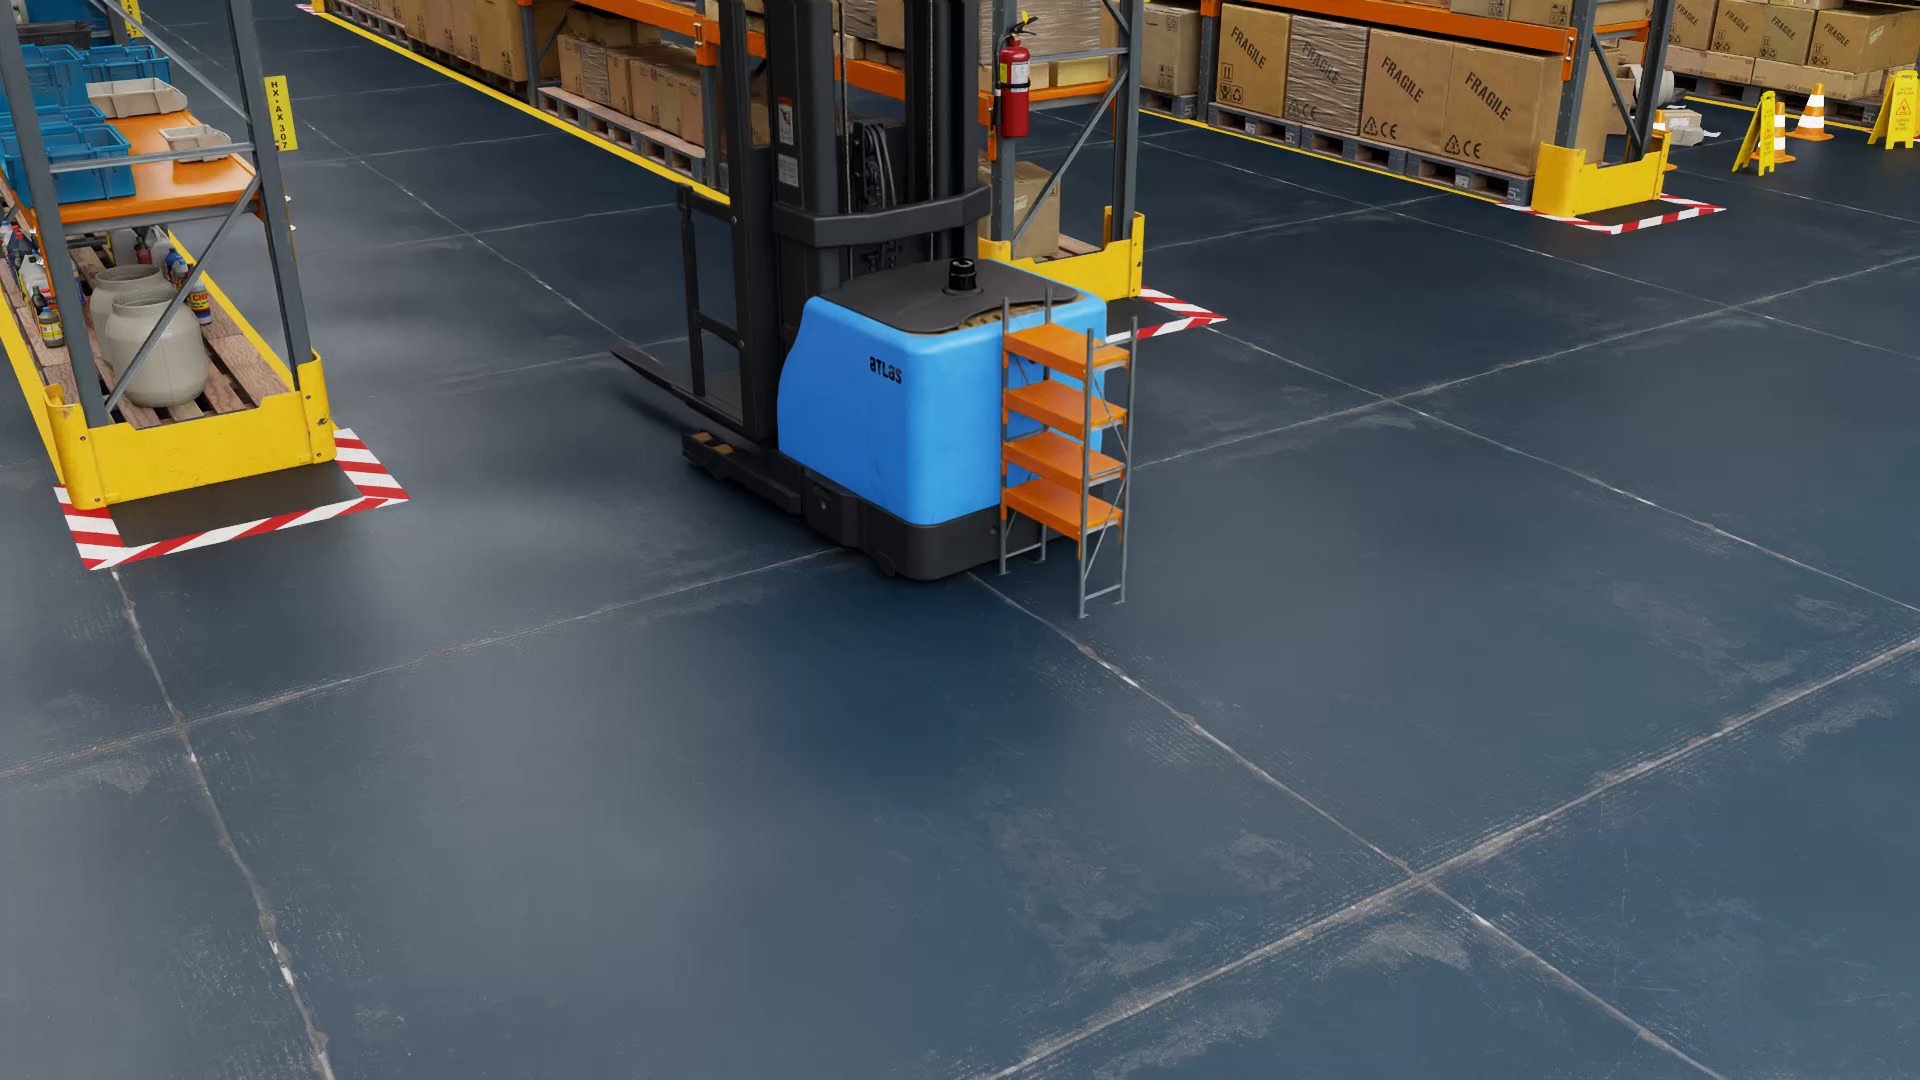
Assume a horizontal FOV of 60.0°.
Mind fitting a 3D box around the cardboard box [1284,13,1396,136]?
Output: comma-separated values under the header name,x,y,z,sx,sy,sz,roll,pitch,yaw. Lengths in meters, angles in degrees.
name,x,y,z,sx,sy,sz,roll,pitch,yaw
cardboard box,3.439,-4.033,14.277,0.875,0.875,0.875,-15,29,-29

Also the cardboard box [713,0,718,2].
name,x,y,z,sx,sy,sz,roll,pitch,yaw
cardboard box,-1.358,-4.252,12.277,0.875,0.500,0.500,-16,29,-30

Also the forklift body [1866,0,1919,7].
name,x,y,z,sx,sy,sz,roll,pitch,yaw
forklift body,10.528,-6.153,17.765,2.313,2.155,1.214,-16,29,-30

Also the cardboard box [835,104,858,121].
name,x,y,z,sx,sy,sz,roll,pitch,yaw
cardboard box,-1.048,-2.951,12.424,0.500,0.500,0.500,-6,26,-13

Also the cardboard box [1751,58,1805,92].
name,x,y,z,sx,sy,sz,roll,pitch,yaw
cardboard box,7.992,-4.486,15.968,0.500,0.250,0.500,-15,29,-29

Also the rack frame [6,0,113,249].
name,x,y,z,sx,sy,sz,roll,pitch,yaw
rack frame,-5.699,-3.094,10.290,0.949,2.616,0.053,-16,29,-30

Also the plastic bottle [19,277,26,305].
name,x,y,z,sx,sy,sz,roll,pitch,yaw
plastic bottle,-5.370,-1.467,9.606,0.097,0.201,0.097,0,25,0

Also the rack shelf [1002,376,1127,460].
name,x,y,z,sx,sy,sz,roll,pitch,yaw
rack shelf,0.414,-0.484,6.502,0.258,0.148,0.480,-18,31,-34

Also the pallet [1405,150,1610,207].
name,x,y,z,sx,sy,sz,roll,pitch,yaw
pallet,4.341,-2.943,13.237,1.003,0.211,1.213,-16,29,-30

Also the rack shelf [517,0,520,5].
name,x,y,z,sx,sy,sz,roll,pitch,yaw
rack shelf,-4.827,-6.068,17.433,1.077,0.370,4.000,-16,29,-30

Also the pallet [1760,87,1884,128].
name,x,y,z,sx,sy,sz,roll,pitch,yaw
pallet,8.480,-4.191,15.880,1.003,0.211,1.213,-16,29,-30

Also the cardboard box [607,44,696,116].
name,x,y,z,sx,sy,sz,roll,pitch,yaw
cardboard box,-2.724,-4.115,14.866,0.700,0.500,0.500,-13,28,-25

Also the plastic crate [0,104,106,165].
name,x,y,z,sx,sy,sz,roll,pitch,yaw
plastic crate,-4.391,-1.938,8.015,0.499,0.251,0.408,-16,29,-30

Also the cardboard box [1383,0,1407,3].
name,x,y,z,sx,sy,sz,roll,pitch,yaw
cardboard box,3.759,-4.727,13.575,0.875,0.550,0.500,-16,29,-30

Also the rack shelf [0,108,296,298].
name,x,y,z,sx,sy,sz,roll,pitch,yaw
rack shelf,-4.610,-2.052,8.926,1.077,0.370,4.000,-16,29,-30

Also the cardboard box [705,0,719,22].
name,x,y,z,sx,sy,sz,roll,pitch,yaw
cardboard box,-1.686,-3.987,12.475,0.380,0.149,0.250,-16,29,-30

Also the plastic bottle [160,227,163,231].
name,x,y,z,sx,sy,sz,roll,pitch,yaw
plastic bottle,-4.880,-1.783,10.180,0.061,0.283,0.133,-13,28,-26

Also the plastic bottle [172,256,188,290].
name,x,y,z,sx,sy,sz,roll,pitch,yaw
plastic bottle,-4.488,-1.507,9.609,0.097,0.271,0.097,0,25,0

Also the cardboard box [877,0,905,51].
name,x,y,z,sx,sy,sz,roll,pitch,yaw
cardboard box,-0.019,-3.350,10.367,0.875,0.500,0.500,-16,29,-30

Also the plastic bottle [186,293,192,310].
name,x,y,z,sx,sy,sz,roll,pitch,yaw
plastic bottle,-4.303,-1.354,9.367,0.097,0.201,0.097,0,25,0

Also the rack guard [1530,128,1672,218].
name,x,y,z,sx,sy,sz,roll,pitch,yaw
rack guard,4.856,-2.797,12.590,1.175,0.500,0.348,-16,29,-30

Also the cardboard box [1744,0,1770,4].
name,x,y,z,sx,sy,sz,roll,pitch,yaw
cardboard box,7.746,-5.232,15.909,0.380,0.149,0.250,-14,29,-27

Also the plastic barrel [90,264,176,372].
name,x,y,z,sx,sy,sz,roll,pitch,yaw
plastic barrel,-4.215,-1.124,8.539,0.421,0.512,0.421,0,25,0

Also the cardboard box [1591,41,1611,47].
name,x,y,z,sx,sy,sz,roll,pitch,yaw
cardboard box,6.196,-4.727,16.675,0.500,0.500,0.500,3,25,6

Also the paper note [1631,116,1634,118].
name,x,y,z,sx,sy,sz,roll,pitch,yaw
paper note,6.413,-3.991,15.682,0.148,0.019,0.142,-6,26,-12

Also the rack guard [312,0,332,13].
name,x,y,z,sx,sy,sz,roll,pitch,yaw
rack guard,-8.115,-7.417,22.377,1.175,0.500,0.348,-16,29,-30

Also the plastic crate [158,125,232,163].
name,x,y,z,sx,sy,sz,roll,pitch,yaw
plastic crate,-3.737,-1.938,8.151,0.298,0.136,0.250,-16,29,-30

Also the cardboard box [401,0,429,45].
name,x,y,z,sx,sy,sz,roll,pitch,yaw
cardboard box,-5.553,-6.113,18.683,1.225,0.875,0.875,-15,29,-29

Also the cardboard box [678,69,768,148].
name,x,y,z,sx,sy,sz,roll,pitch,yaw
cardboard box,-1.869,-3.540,13.649,0.700,0.500,0.500,-18,31,-33

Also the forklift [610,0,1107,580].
name,x,y,z,sx,sy,sz,roll,pitch,yaw
forklift,4.939,-4.848,14.086,18.991,2.935,7.636,-18,31,-34

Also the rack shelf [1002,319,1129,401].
name,x,y,z,sx,sy,sz,roll,pitch,yaw
rack shelf,0.414,-0.697,6.401,0.258,0.148,0.480,-18,31,-34

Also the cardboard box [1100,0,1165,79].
name,x,y,z,sx,sy,sz,roll,pitch,yaw
cardboard box,1.722,-5.086,16.654,1.050,0.750,0.750,-16,29,-30

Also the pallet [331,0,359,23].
name,x,y,z,sx,sy,sz,roll,pitch,yaw
pallet,-7.600,-7.010,21.853,1.003,0.211,1.213,-16,29,-30

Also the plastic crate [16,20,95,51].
name,x,y,z,sx,sy,sz,roll,pitch,yaw
plastic crate,-5.522,-2.848,9.842,0.767,0.338,0.504,-16,29,-30

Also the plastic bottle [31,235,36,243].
name,x,y,z,sx,sy,sz,roll,pitch,yaw
plastic bottle,-5.606,-1.763,10.138,0.061,0.283,0.133,-16,29,-30

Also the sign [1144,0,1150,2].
name,x,y,z,sx,sy,sz,roll,pitch,yaw
sign,1.087,-3.334,9.786,0.100,0.325,0.005,-16,29,-30

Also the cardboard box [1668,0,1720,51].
name,x,y,z,sx,sy,sz,roll,pitch,yaw
cardboard box,7.431,-5.194,16.589,0.500,0.500,0.500,-14,29,-27

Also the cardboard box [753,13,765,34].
name,x,y,z,sx,sy,sz,roll,pitch,yaw
cardboard box,-1.257,-3.724,11.919,0.380,0.149,0.250,-16,29,-30

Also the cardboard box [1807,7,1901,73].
name,x,y,z,sx,sy,sz,roll,pitch,yaw
cardboard box,8.279,-4.637,15.410,0.500,0.500,0.500,-15,29,-29

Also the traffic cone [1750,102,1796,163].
name,x,y,z,sx,sy,sz,roll,pitch,yaw
traffic cone,6.875,-3.452,14.020,0.336,0.463,0.334,-16,29,-30

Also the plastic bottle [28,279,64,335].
name,x,y,z,sx,sy,sz,roll,pitch,yaw
plastic bottle,-5.002,-1.281,9.124,0.152,0.276,0.135,-15,29,-29

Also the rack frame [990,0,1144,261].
name,x,y,z,sx,sy,sz,roll,pitch,yaw
rack frame,0.632,-2.816,9.702,1.000,3.000,0.127,-16,29,-30

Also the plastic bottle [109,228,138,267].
name,x,y,z,sx,sy,sz,roll,pitch,yaw
plastic bottle,-5.114,-1.785,10.192,0.152,0.276,0.135,-16,29,-30

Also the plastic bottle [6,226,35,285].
name,x,y,z,sx,sy,sz,roll,pitch,yaw
plastic bottle,-5.608,-1.709,9.943,0.144,0.351,0.185,-15,29,-28

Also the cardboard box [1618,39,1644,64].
name,x,y,z,sx,sy,sz,roll,pitch,yaw
cardboard box,7.148,-5.041,17.143,0.500,0.250,0.500,-14,29,-27

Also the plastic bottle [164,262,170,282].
name,x,y,z,sx,sy,sz,roll,pitch,yaw
plastic bottle,-4.654,-1.584,9.855,0.097,0.201,0.097,0,25,0

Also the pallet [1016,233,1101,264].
name,x,y,z,sx,sy,sz,roll,pitch,yaw
pallet,0.177,-1.881,10.988,1.003,0.211,1.213,-16,29,-30

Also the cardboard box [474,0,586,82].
name,x,y,z,sx,sy,sz,roll,pitch,yaw
cardboard box,-4.094,-5.159,16.661,1.225,0.875,0.875,-17,30,-32

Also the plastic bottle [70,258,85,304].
name,x,y,z,sx,sy,sz,roll,pitch,yaw
plastic bottle,-5.163,-1.499,9.586,0.152,0.276,0.135,-16,29,-30

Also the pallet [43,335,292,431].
name,x,y,z,sx,sy,sz,roll,pitch,yaw
pallet,-4.038,-0.709,8.505,1.003,0.211,1.213,-16,29,-30

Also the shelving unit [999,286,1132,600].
name,x,y,z,sx,sy,sz,roll,pitch,yaw
shelving unit,0.412,-0.343,6.571,0.258,1.200,0.499,-18,31,-34

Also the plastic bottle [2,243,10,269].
name,x,y,z,sx,sy,sz,roll,pitch,yaw
plastic bottle,-5.839,-1.774,10.257,0.097,0.201,0.097,0,25,0

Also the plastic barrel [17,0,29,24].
name,x,y,z,sx,sy,sz,roll,pitch,yaw
plastic barrel,-6.040,-3.548,11.092,0.433,0.535,0.433,0,25,0

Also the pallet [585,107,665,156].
name,x,y,z,sx,sy,sz,roll,pitch,yaw
pallet,-2.648,-3.701,14.843,1.003,0.211,1.213,-16,29,-30

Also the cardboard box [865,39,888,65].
name,x,y,z,sx,sy,sz,roll,pitch,yaw
cardboard box,-0.393,-3.200,10.809,0.380,0.149,0.250,-16,29,-30

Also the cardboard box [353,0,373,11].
name,x,y,z,sx,sy,sz,roll,pitch,yaw
cardboard box,-7.189,-7.233,21.054,0.875,0.875,0.875,-16,29,-30

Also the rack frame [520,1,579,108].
name,x,y,z,sx,sy,sz,roll,pitch,yaw
rack frame,-3.735,-5.678,15.764,1.000,3.000,0.127,-16,29,-30
